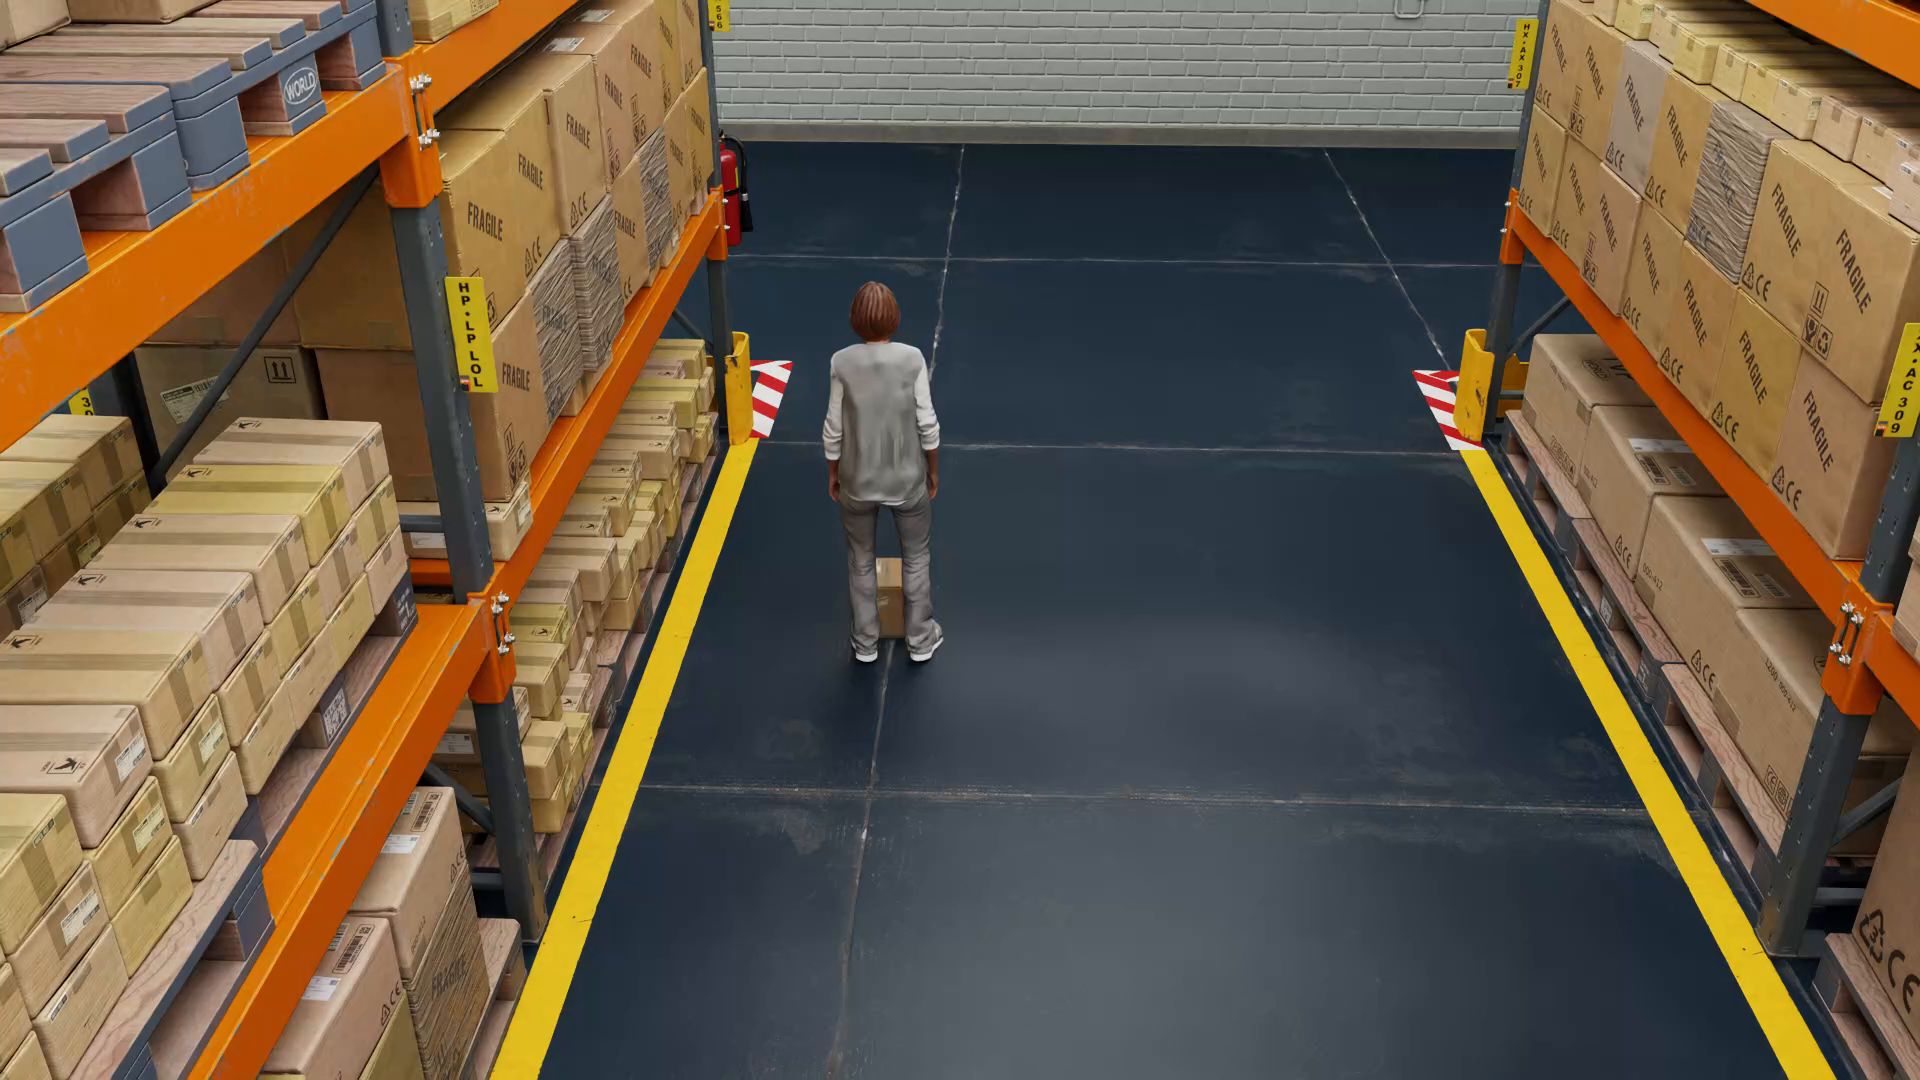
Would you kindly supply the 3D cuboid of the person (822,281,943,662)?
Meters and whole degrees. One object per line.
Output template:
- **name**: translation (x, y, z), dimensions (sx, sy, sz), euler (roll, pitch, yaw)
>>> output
- **person**: translation (-0.303, -0.232, 6.563), dimensions (0.464, 1.593, 0.343), euler (0, 28, -1)
